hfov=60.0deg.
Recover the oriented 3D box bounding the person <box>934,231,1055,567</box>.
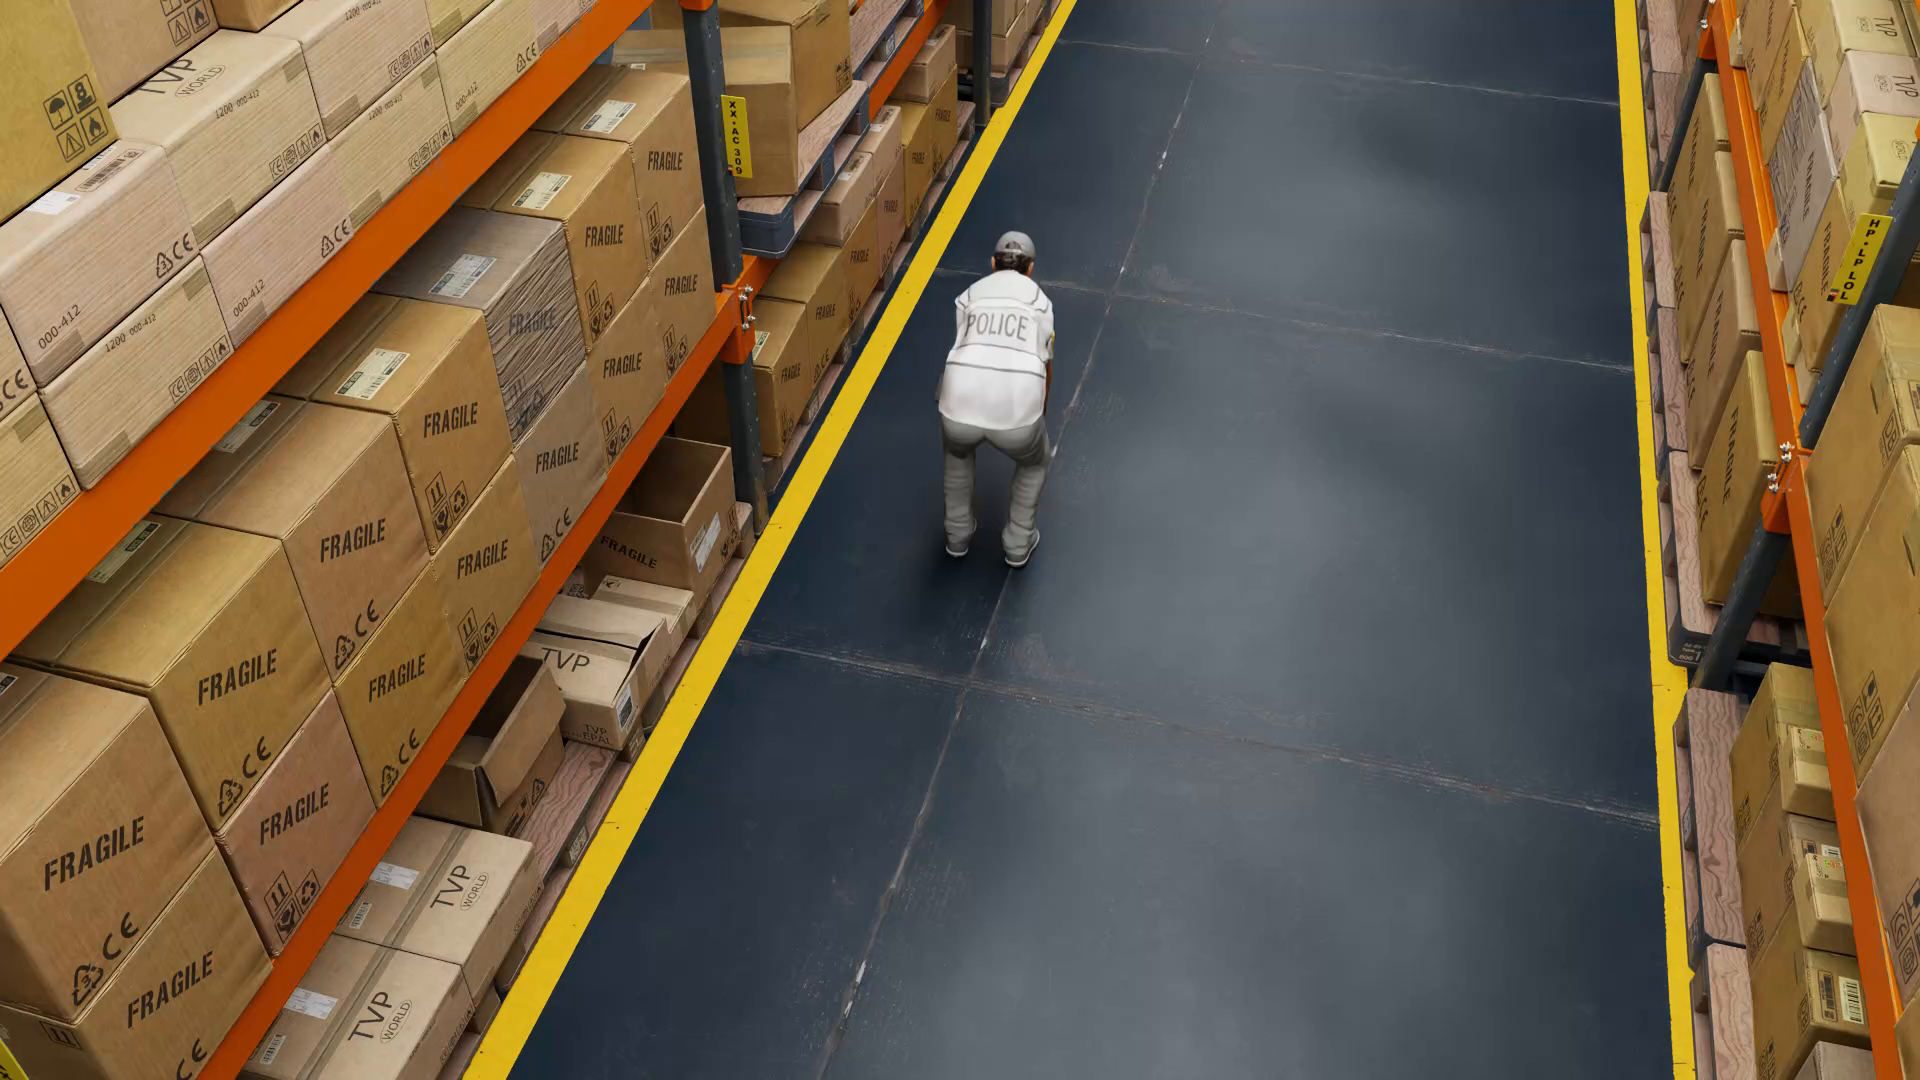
[{"bbox_3d":[0.175,-0.576,7.102,0.470,1.290,0.884,8,42,9],"label":"person"}]
